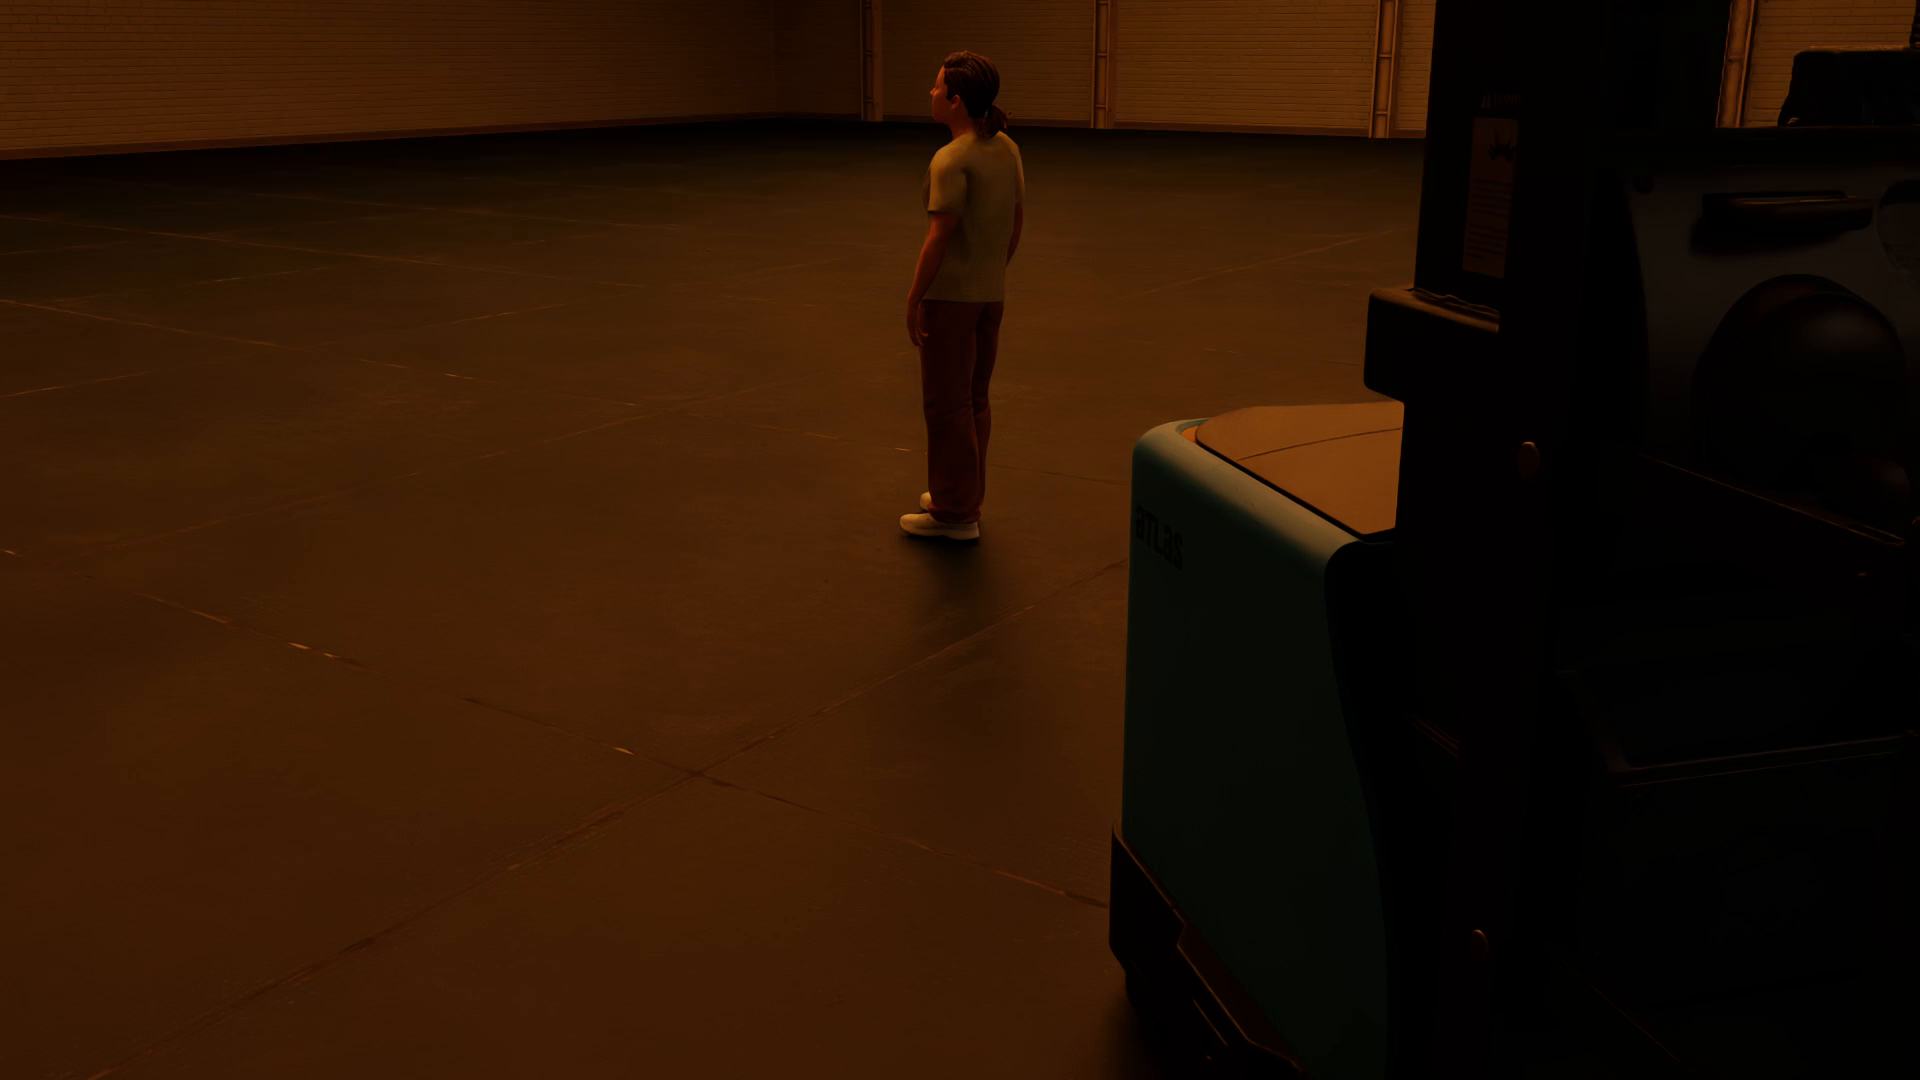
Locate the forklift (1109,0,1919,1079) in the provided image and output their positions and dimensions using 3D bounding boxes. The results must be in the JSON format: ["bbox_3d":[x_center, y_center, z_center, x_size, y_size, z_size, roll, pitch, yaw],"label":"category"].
[{"bbox_3d":[1.154,-0.212,1.541,1.130,2.935,3.031,-4,17,-14],"label":"forklift"}]

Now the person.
[{"bbox_3d":[-0.020,-0.729,5.753,0.395,1.361,0.521,11,20,33],"label":"person"}]
